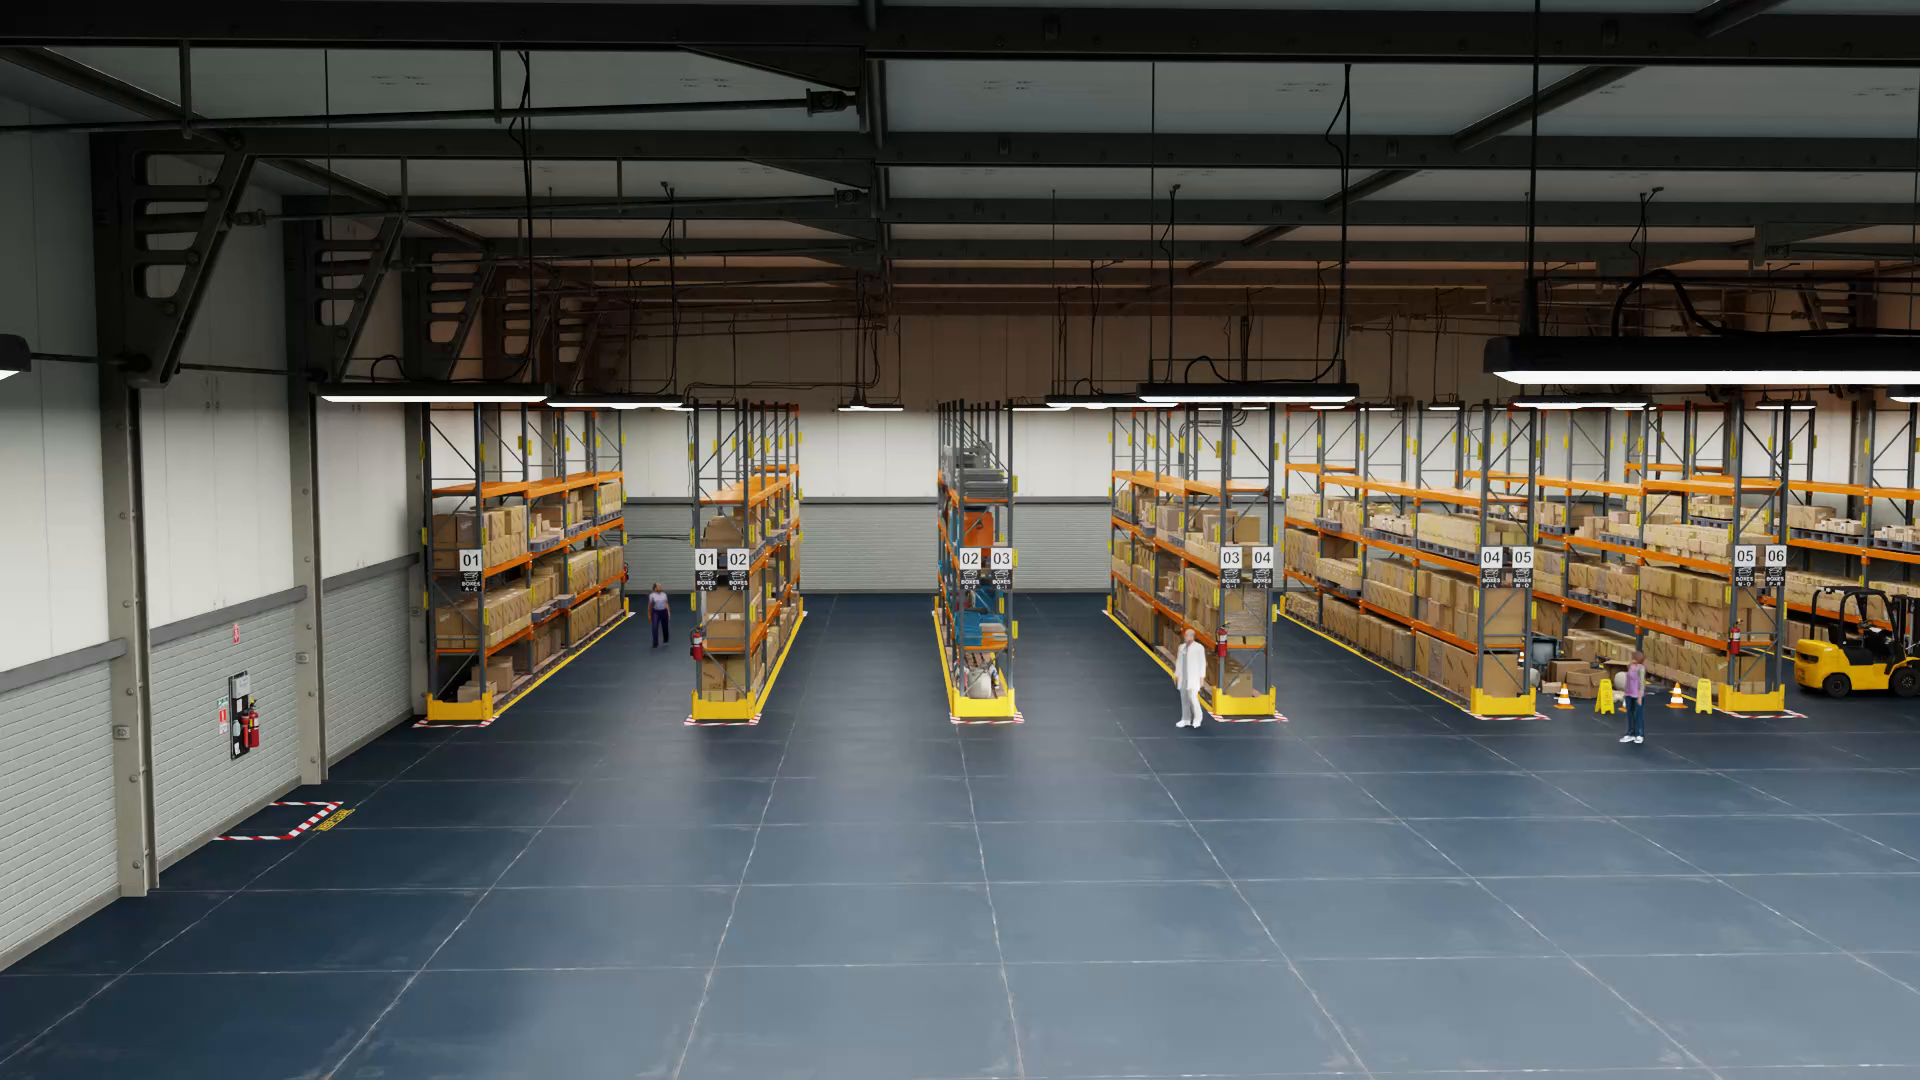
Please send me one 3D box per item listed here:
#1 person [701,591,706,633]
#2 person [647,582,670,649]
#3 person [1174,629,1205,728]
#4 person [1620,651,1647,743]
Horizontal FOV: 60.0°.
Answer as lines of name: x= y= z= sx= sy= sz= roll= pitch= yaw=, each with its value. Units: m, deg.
person: x=-6.667 y=1.545 z=43.927 sx=0.658 sy=1.789 sz=0.947 roll=0 pitch=4 yaw=-1
person: x=-7.377 y=1.826 z=40.757 sx=0.553 sy=1.596 sz=0.932 roll=-1 pitch=4 yaw=-8
person: x=4.187 y=2.517 z=30.395 sx=0.468 sy=1.783 sz=0.636 roll=-4 pitch=6 yaw=-43
person: x=11.735 y=2.731 z=28.959 sx=0.363 sy=1.621 sz=0.480 roll=-2 pitch=5 yaw=-27
